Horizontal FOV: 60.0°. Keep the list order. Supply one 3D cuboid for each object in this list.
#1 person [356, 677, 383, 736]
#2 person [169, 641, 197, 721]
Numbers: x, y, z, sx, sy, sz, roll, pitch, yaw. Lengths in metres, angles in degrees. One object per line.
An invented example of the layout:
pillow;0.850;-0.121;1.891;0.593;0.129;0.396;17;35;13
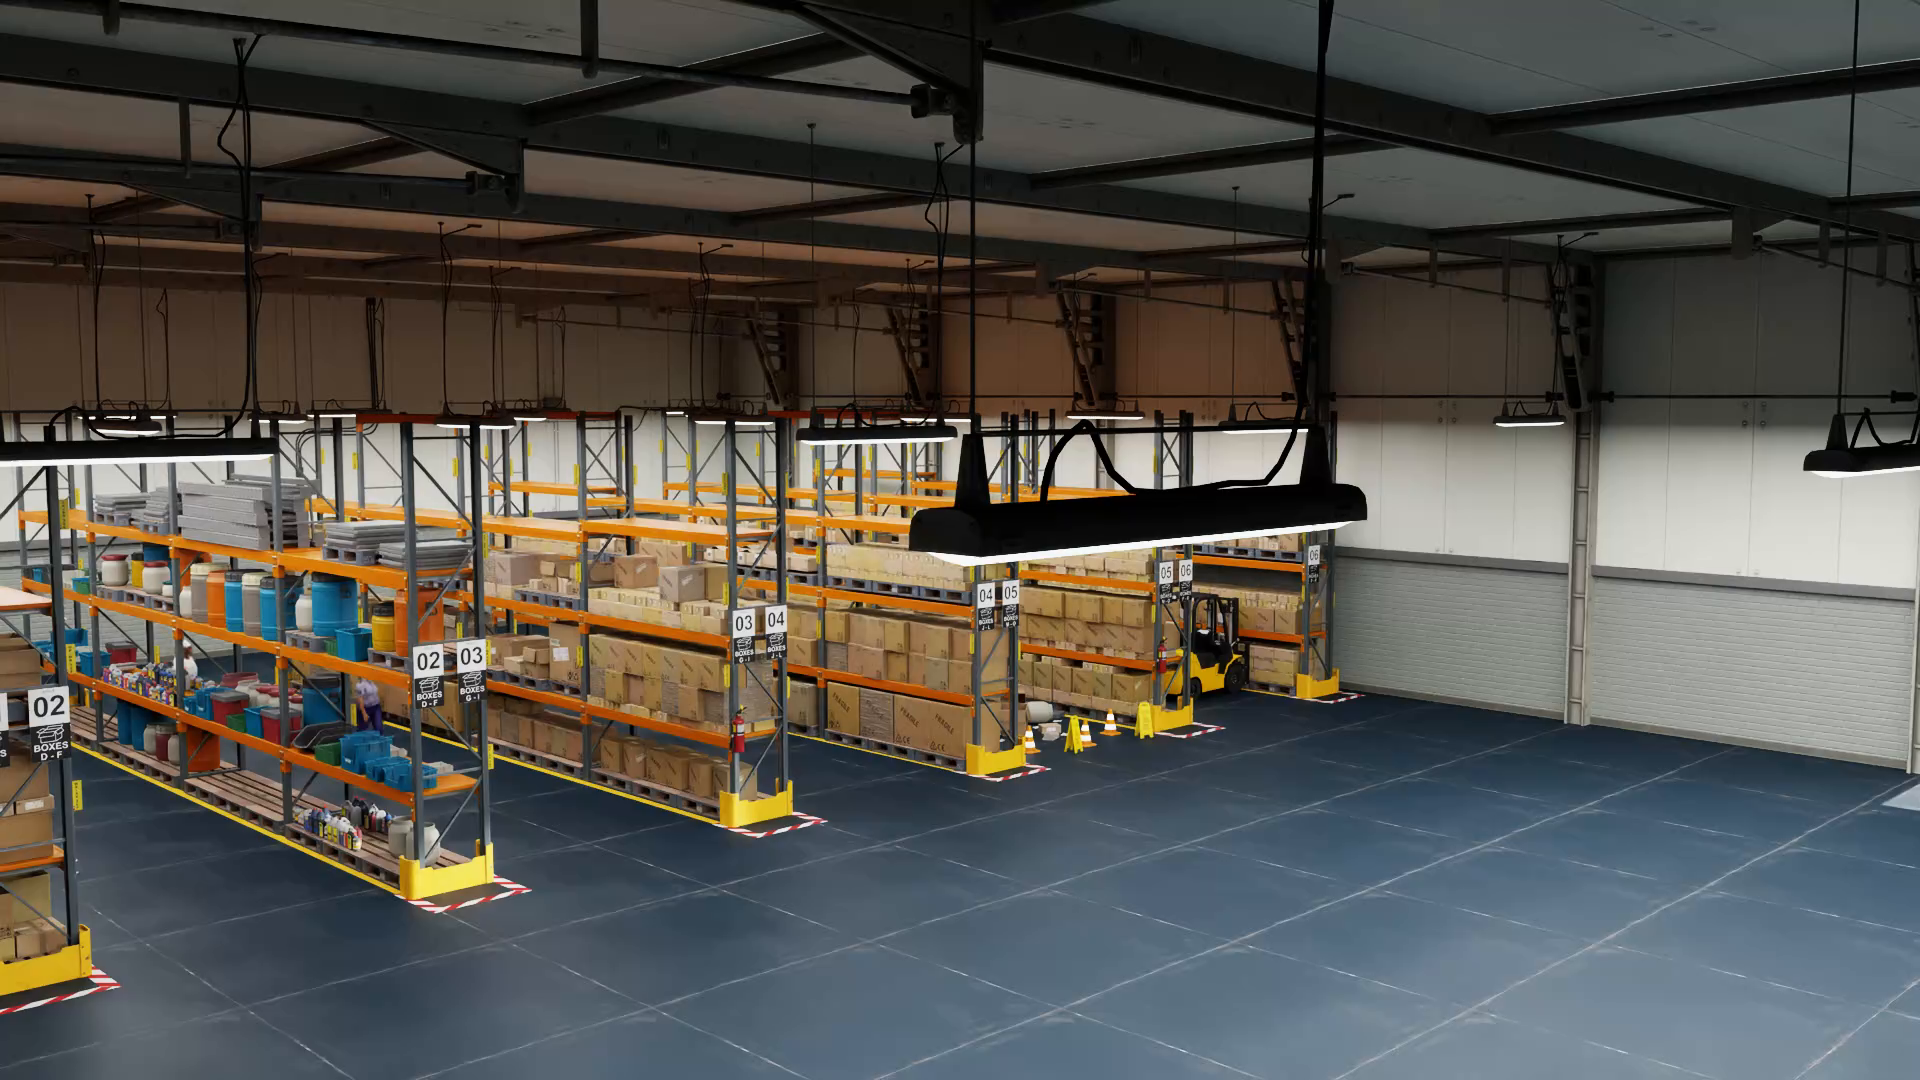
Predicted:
person;-10.347;2.995;29.005;0.665;1.615;0.458;5;7;43
person;-14.602;2.754;31.305;0.955;1.726;0.528;3;6;31
